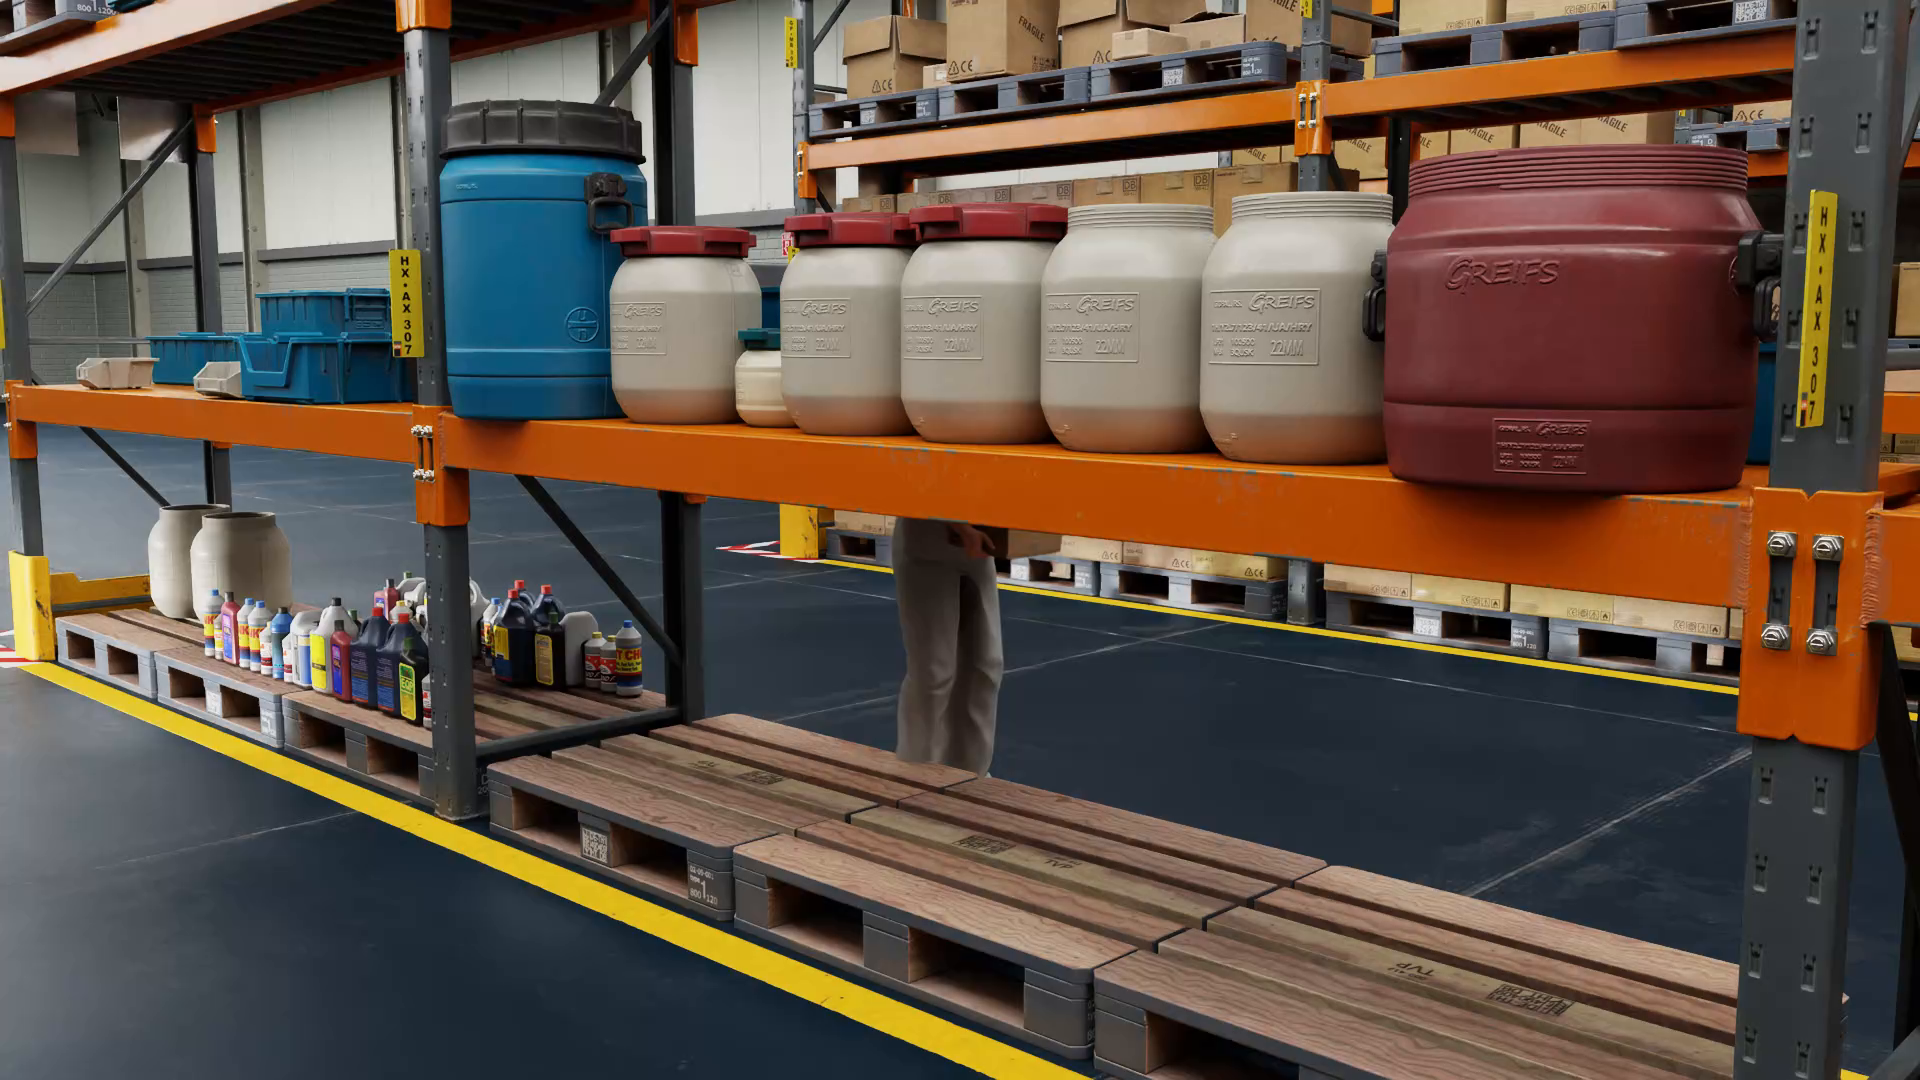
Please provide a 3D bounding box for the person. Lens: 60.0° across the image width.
[{"bbox_3d":[0.004,0.071,5.252,0.553,1.661,0.438,7,10,44],"label":"person"}]
